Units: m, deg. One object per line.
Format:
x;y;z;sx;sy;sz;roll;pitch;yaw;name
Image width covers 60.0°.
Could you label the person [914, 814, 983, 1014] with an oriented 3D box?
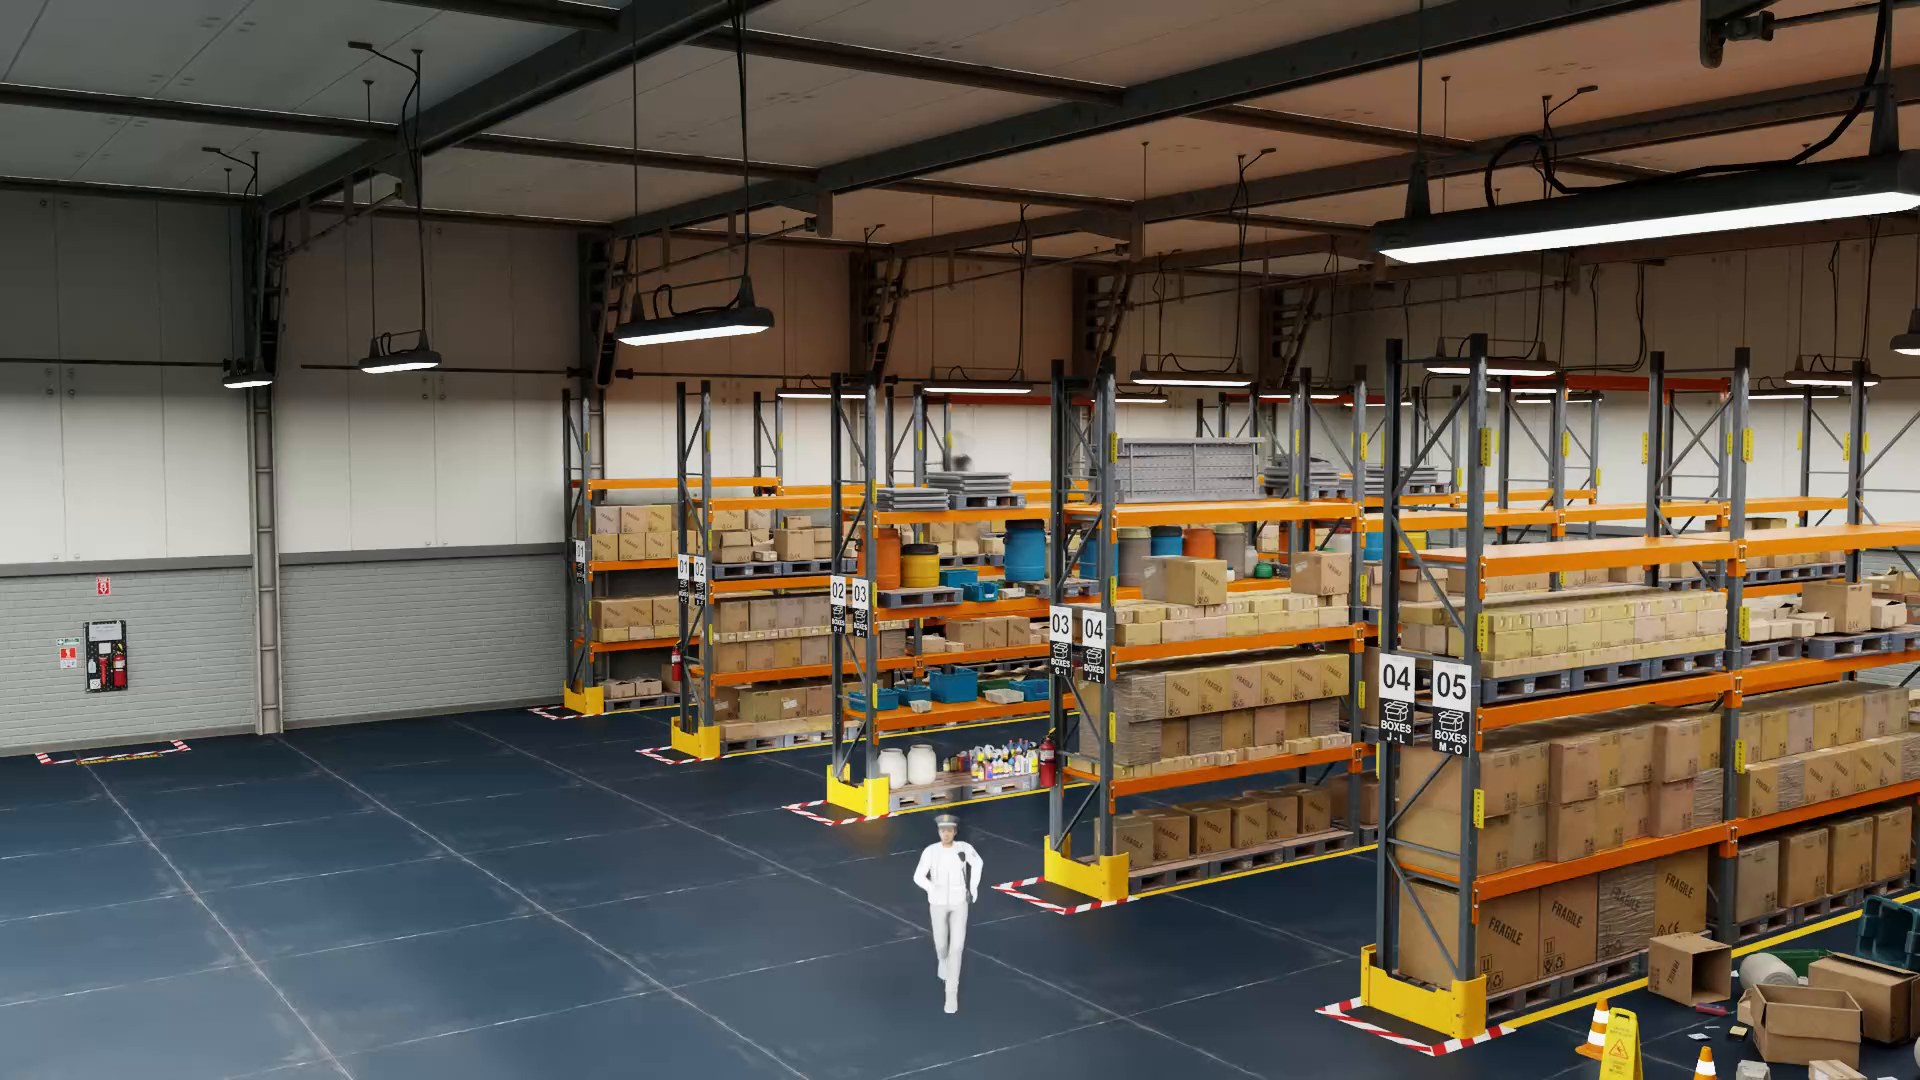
-0.105;3.339;15.202;0.624;1.714;0.923;0;4;2;person
